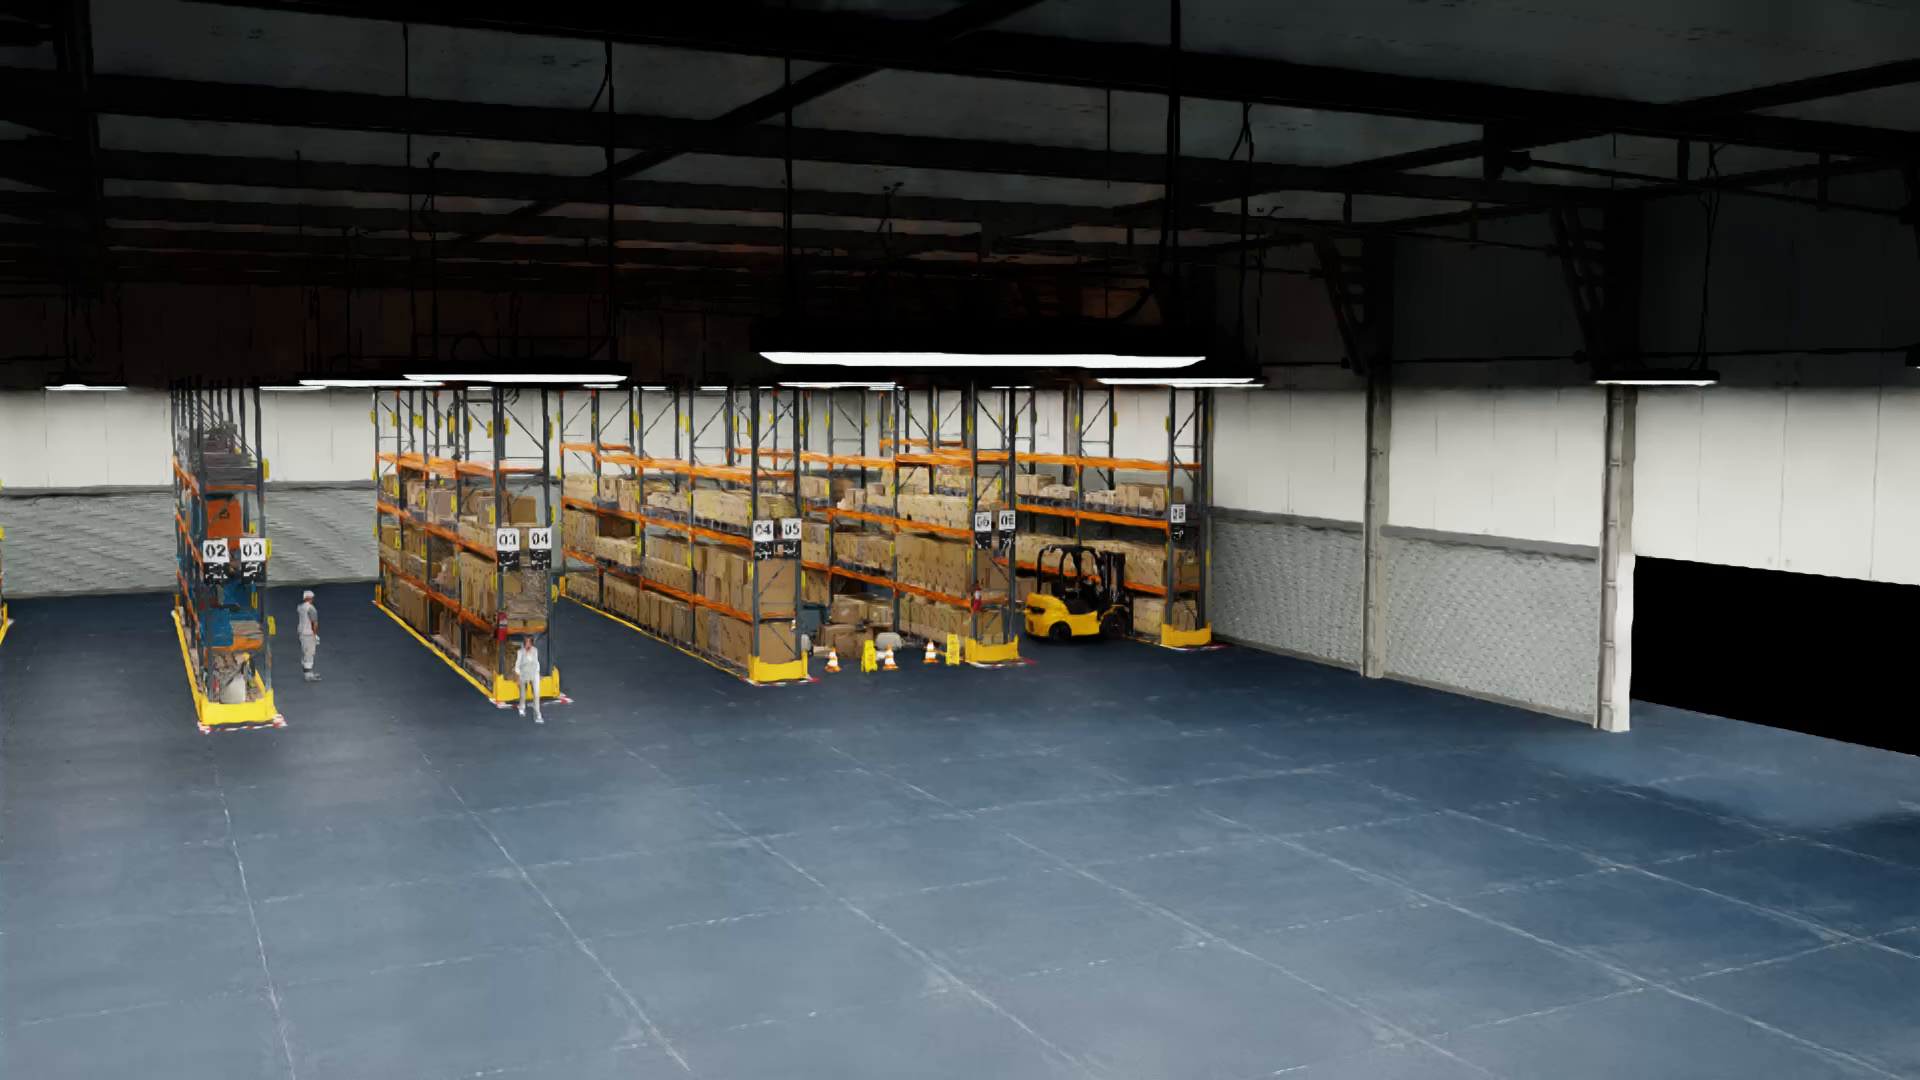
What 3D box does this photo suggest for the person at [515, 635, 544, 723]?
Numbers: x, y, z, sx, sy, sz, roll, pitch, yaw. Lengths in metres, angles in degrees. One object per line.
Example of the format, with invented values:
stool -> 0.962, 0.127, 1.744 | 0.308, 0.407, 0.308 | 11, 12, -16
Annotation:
person -> -7.514, 2.384, 28.899 | 0.417, 1.517, 1.036 | -2, 6, -24

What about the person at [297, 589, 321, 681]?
person -> -12.894, 1.874, 33.031 | 0.621, 1.794, 0.464 | 4, 6, 38
